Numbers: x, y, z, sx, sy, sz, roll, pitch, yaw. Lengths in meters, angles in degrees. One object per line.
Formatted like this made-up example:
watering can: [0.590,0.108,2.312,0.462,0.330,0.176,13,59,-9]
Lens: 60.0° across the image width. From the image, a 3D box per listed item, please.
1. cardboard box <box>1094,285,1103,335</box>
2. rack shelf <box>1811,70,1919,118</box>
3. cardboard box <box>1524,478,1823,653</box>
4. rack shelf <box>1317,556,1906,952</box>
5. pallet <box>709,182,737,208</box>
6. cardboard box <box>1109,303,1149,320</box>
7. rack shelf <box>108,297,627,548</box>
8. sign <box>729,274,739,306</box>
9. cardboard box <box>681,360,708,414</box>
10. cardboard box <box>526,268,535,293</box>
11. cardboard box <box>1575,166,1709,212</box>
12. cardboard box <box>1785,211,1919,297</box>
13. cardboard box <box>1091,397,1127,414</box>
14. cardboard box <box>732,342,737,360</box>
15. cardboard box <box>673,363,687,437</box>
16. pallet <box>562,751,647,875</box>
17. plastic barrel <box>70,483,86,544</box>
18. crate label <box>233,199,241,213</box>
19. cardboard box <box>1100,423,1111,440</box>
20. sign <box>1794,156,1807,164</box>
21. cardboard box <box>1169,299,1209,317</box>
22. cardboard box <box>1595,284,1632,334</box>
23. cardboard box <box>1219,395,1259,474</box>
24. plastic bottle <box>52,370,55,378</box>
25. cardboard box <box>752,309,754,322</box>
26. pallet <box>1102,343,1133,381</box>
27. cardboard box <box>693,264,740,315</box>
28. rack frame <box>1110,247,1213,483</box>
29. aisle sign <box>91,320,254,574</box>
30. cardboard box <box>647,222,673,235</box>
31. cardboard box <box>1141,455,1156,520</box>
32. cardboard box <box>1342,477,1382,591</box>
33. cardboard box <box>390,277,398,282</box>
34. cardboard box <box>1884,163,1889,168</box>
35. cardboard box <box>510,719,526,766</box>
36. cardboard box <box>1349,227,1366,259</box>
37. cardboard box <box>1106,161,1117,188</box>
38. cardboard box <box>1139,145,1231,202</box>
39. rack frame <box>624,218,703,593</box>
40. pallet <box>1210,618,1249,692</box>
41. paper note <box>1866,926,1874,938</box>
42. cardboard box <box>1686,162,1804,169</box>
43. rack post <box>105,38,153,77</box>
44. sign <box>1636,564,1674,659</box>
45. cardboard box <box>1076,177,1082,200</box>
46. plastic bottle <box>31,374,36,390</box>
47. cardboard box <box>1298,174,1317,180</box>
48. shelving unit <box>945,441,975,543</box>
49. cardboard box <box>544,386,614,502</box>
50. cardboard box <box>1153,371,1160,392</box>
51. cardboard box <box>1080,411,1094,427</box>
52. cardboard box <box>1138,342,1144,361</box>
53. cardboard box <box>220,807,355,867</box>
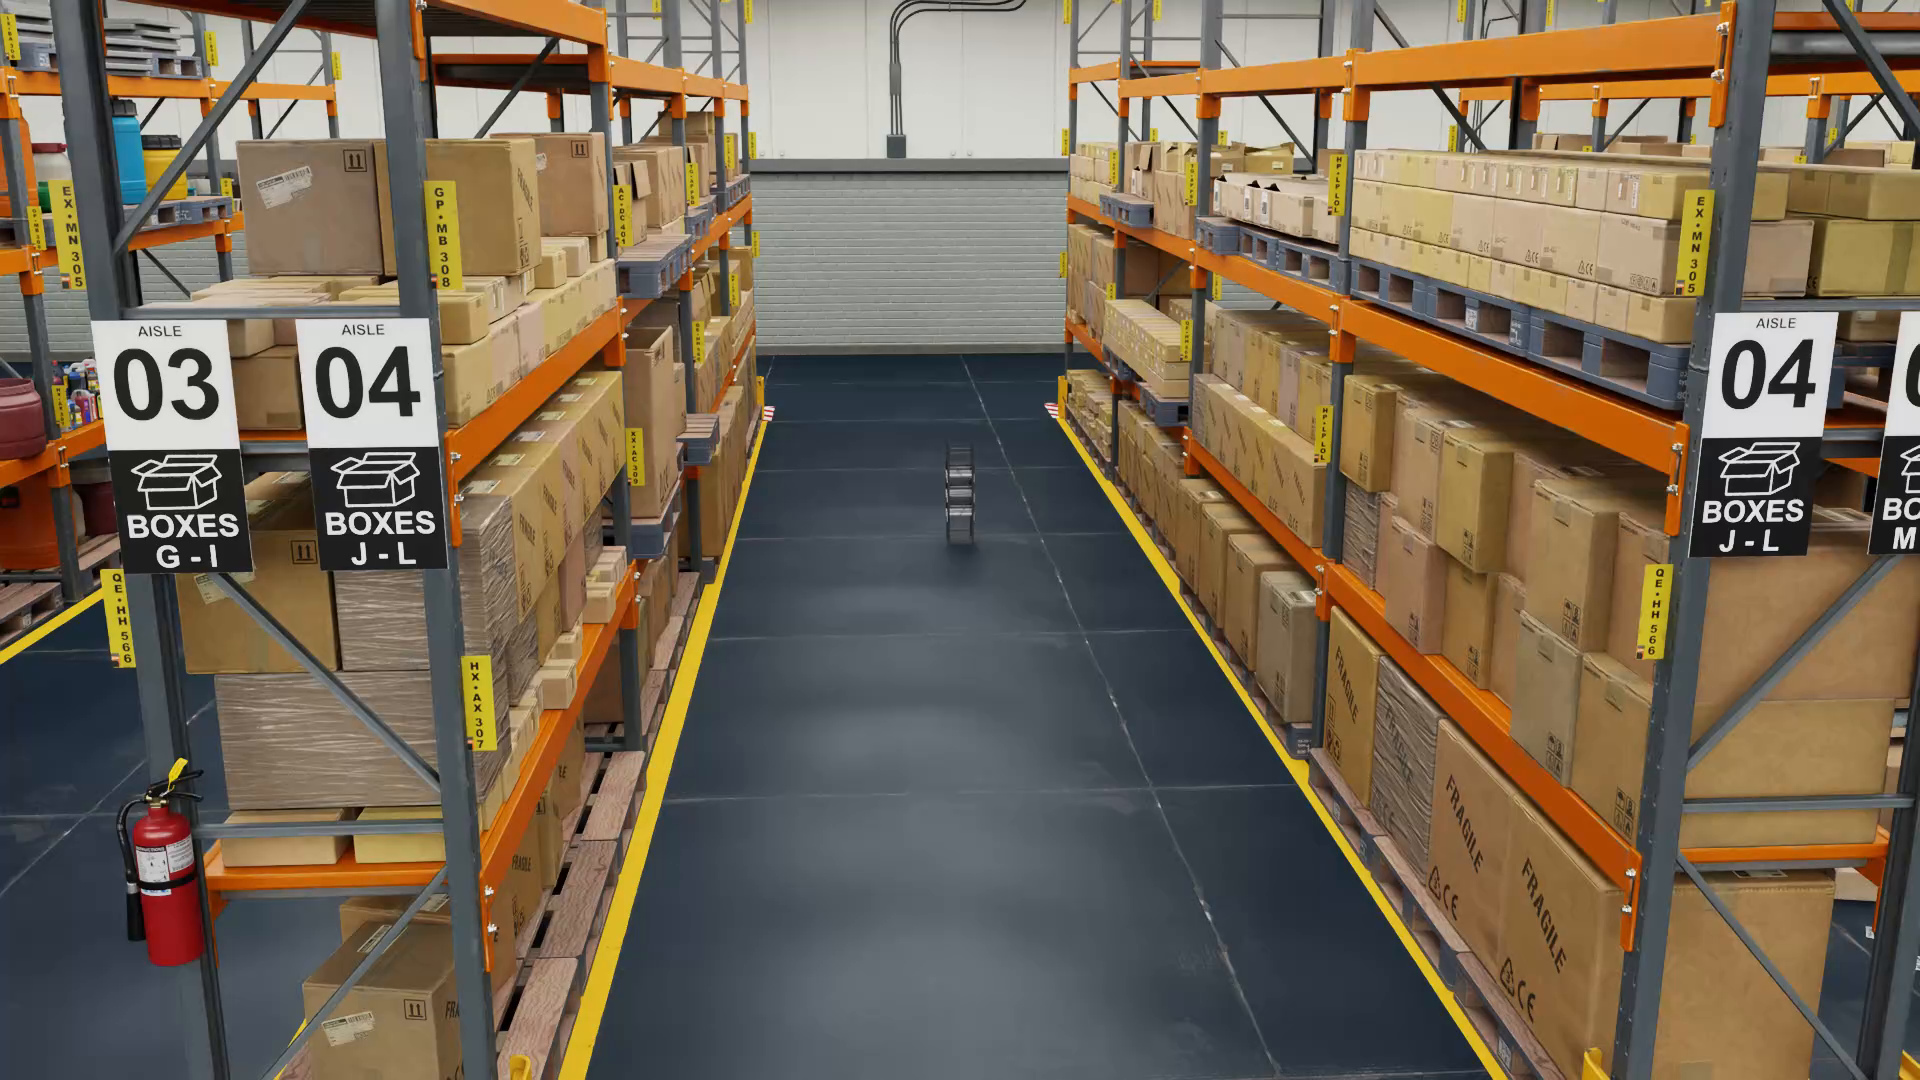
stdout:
cardboard box: [1.758,-2.513,18.198,0.500,0.500,0.500,-1,14,-5]
rack shelf: [7.407,-3.048,11.282,1.077,0.370,4.000,-1,14,-3]
cardboard box: [2.734,0.085,6.430,0.875,0.550,0.550,-1,14,-3]
rack shelf: [2.720,0.760,7.719,1.077,0.370,4.000,-1,14,-3]
pallet: [-2.896,-3.637,17.524,1.003,0.211,1.213,-1,14,-3]
cardboard box: [1.690,-2.271,16.523,0.380,0.149,0.250,0,14,-2]
rack shelf: [-2.236,-0.641,7.145,1.077,0.370,4.000,-1,14,-3]
sign: [-2.315,-2.557,17.003,0.100,0.325,0.005,-1,14,-3]
cardboard box: [-2.367,-1.202,13.703,0.500,0.500,0.500,0,14,-2]
cardboard box: [-2.036,-1.135,7.121,0.380,0.149,0.250,-1,14,-5]
cardboard box: [2.455,-1.264,5.984,0.380,0.149,0.250,-1,14,-3]
cardboard box: [3.071,-0.991,5.721,0.500,0.250,0.500,-1,14,-4]
cardboard box: [1.694,-1.527,18.849,0.380,0.149,0.250,-2,15,-6]
cardboard box: [-2.542,-1.981,17.432,0.380,0.149,0.250,-1,14,-3]
cardboard box: [-2.400,-1.010,12.111,0.700,0.500,0.500,1,14,5]
pallet: [-2.283,1.483,9.063,1.003,0.211,1.213,-1,14,-3]
plastic barrel: [-7.723,-0.211,14.202,0.421,0.512,0.421,0,14,0]
crate label: [-7.541,-3.398,16.948,0.293,0.136,0.466,-1,14,-3]
cardboard box: [1.735,-1.182,18.107,0.380,0.149,0.250,-2,15,-6]
sign: [6.728,-2.917,13.350,0.100,0.325,0.005,-1,14,-3]
cardboard box: [2.321,-2.348,16.824,0.380,0.149,0.250,0,14,-1]
cardboard box: [2.471,-0.814,5.833,0.380,0.149,0.250,-1,14,-3]
cardboard box: [2.172,-0.761,11.987,0.500,0.500,0.500,-1,14,-3]
plastic bottle: [-8.032,-1.354,14.728,0.061,0.283,0.133,-1,14,-3]
cardboard box: [-2.735,-2.749,20.417,0.380,0.149,0.250,-1,14,-3]
pallet: [2.003,-1.790,16.572,1.003,0.211,1.213,-1,14,-3]
cardboard box: [-2.653,-2.704,17.938,0.500,0.500,0.500,-1,14,-3]
rack frame: [2.101,-2.075,17.295,1.000,3.000,0.127,-1,14,-3]
aisle sign: [-2.408,-0.278,5.094,0.394,0.787,0.004,-1,14,-3]
cardboard box: [-2.261,-2.046,11.465,0.500,0.250,0.500,0,14,-2]
cardboard box: [1.970,-0.493,15.321,0.500,0.500,0.500,-2,15,-6]
cardboard box: [2.631,-0.067,9.188,0.875,0.550,0.550,-1,14,-3]
cardboard box: [-2.485,-1.069,6.867,0.380,0.149,0.250,-2,15,-6]
cardboard box: [11.548,-4.532,20.530,0.500,0.250,0.500,-1,14,-2]
cardboard box: [-1.925,0.821,6.543,0.380,0.149,0.250,-1,14,-3]
cardboard box: [2.280,-1.573,8.783,0.380,0.149,0.250,-1,14,-4]
cardboard box: [1.818,-3.808,17.309,0.500,0.250,0.500,-2,15,-6]
cardboard box: [2.065,-3.395,15.355,0.797,0.503,0.637,-1,14,-4]
rack frame: [-2.608,-1.029,13.229,1.000,3.000,0.127,-1,14,-3]
pallet: [2.395,0.770,11.833,1.003,0.211,1.213,-1,14,-3]
paper note: [4.347,1.874,7.945,0.032,0.001,0.123,7,16,26]
cardboard box: [3.079,-1.400,6.514,0.380,0.149,0.250,-1,14,-4]
rack post: [-7.547,-4.109,14.164,0.937,0.300,0.954,1,14,3]
sign: [2.302,0.239,5.503,0.100,0.325,0.005,-1,14,-3]
cardboard box: [1.654,-4.203,19.848,0.500,0.250,0.500,0,14,-2]
plastic bottle: [-8.041,-1.347,14.564,0.144,0.351,0.185,-1,14,-3]
cardboard box: [2.713,-2.486,12.009,0.500,0.311,0.500,-1,14,-3]
shelving unit: [0.000,-0.438,15.146,0.258,0.900,0.210,-1,14,-3]
cardboard box: [-2.025,-0.479,8.287,0.500,0.500,0.500,-1,14,-3]
cardboard box: [1.846,-1.339,14.097,0.380,0.149,0.250,-1,14,-4]
cardboard box: [1.632,-1.441,19.711,0.380,0.149,0.250,-2,15,-6]
cardboard box: [1.798,-1.678,14.816,0.380,0.149,0.250,-1,14,-4]
cardboard box: [-2.336,1.015,5.791,0.380,0.149,0.250,-1,14,-3]
